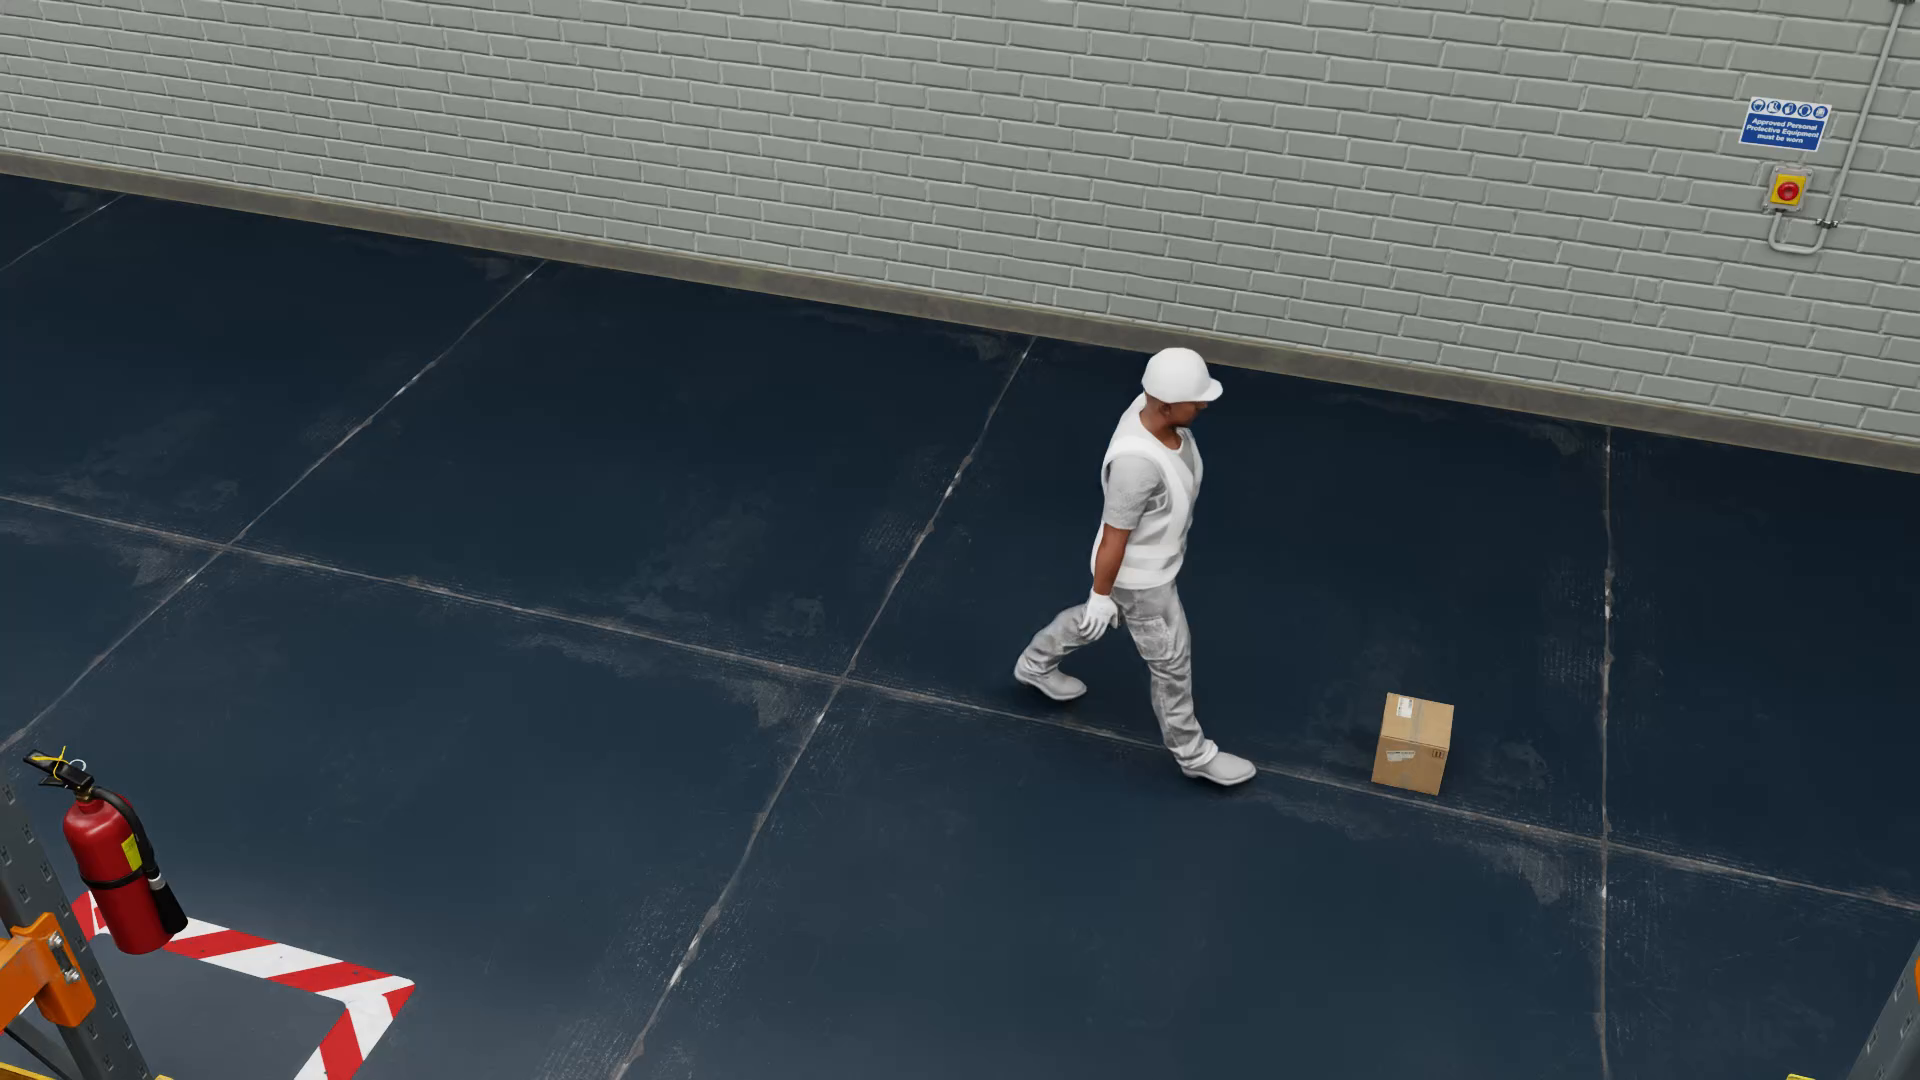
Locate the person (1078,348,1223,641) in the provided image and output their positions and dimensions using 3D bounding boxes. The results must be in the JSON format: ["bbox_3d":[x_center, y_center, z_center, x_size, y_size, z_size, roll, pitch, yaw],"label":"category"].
[{"bbox_3d":[0.679,-0.195,5.844,0.403,1.066,0.629,10,38,13],"label":"person"}]
